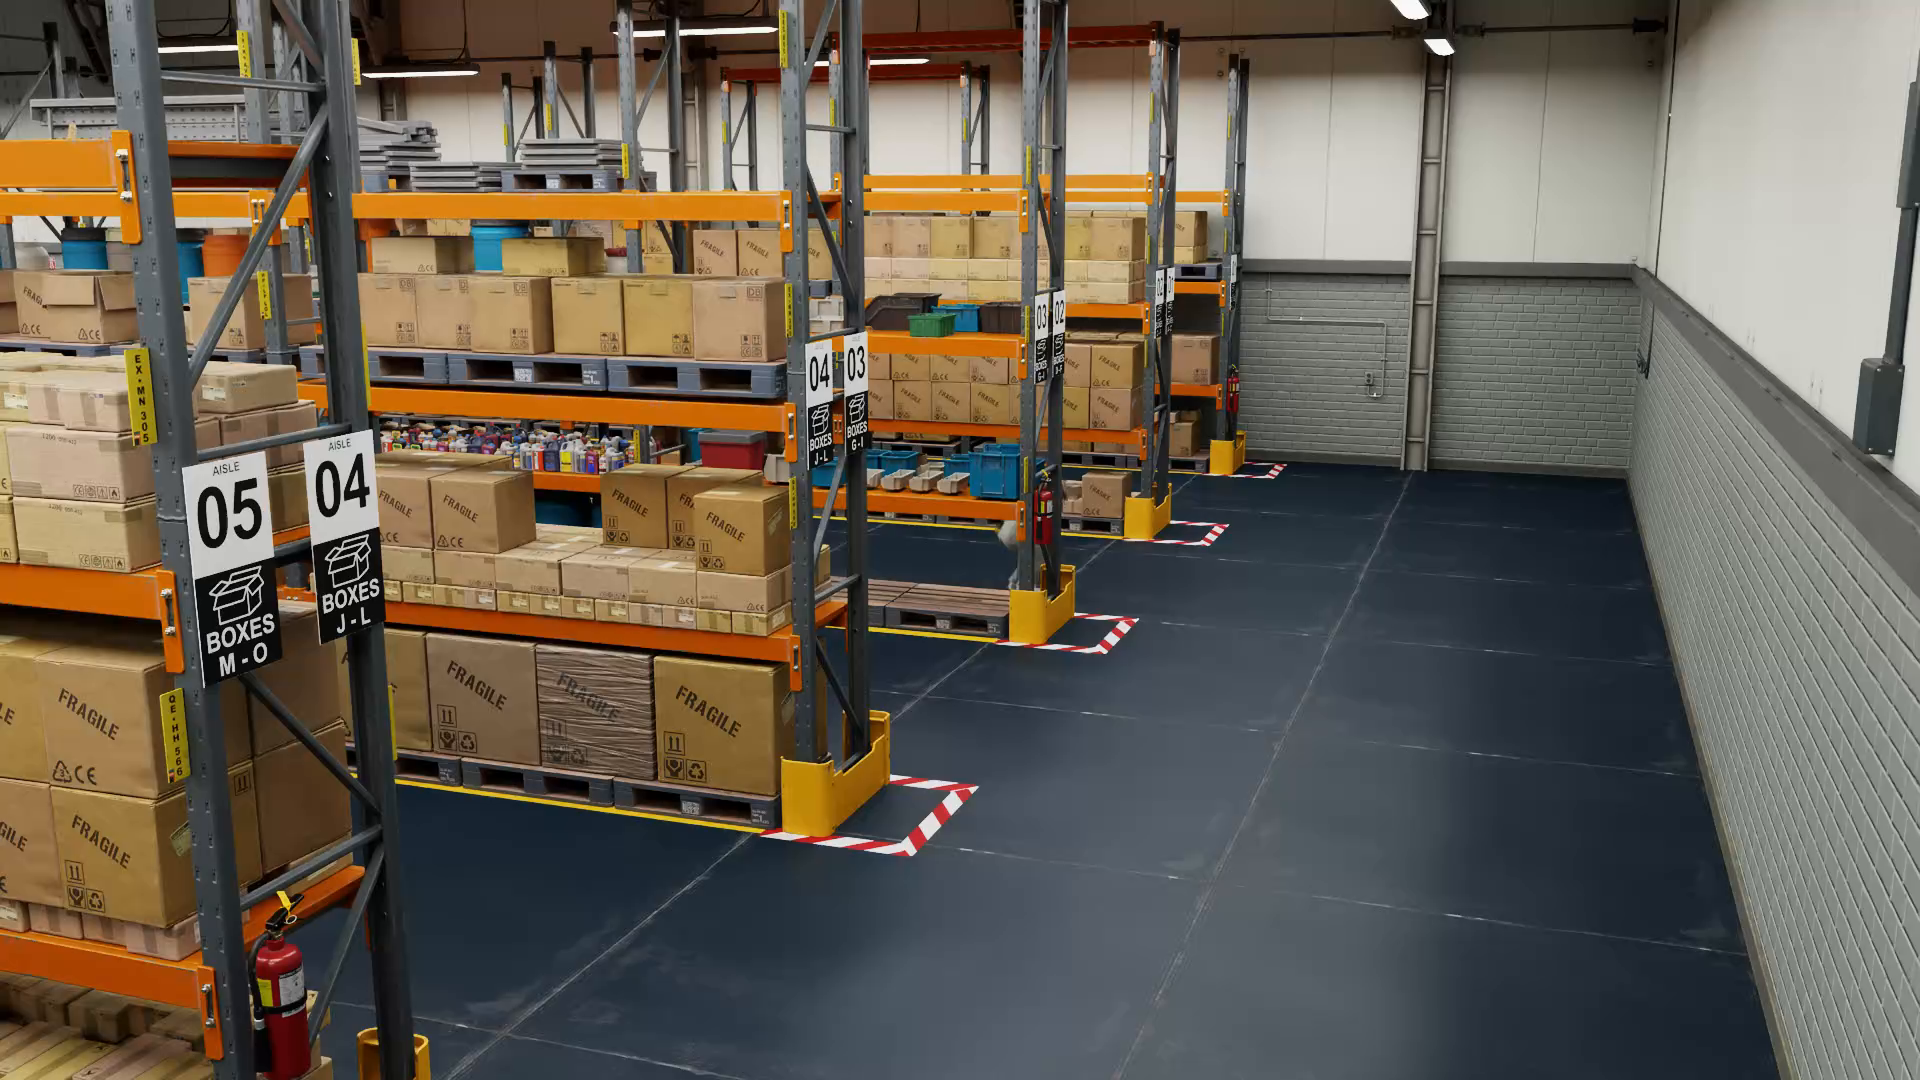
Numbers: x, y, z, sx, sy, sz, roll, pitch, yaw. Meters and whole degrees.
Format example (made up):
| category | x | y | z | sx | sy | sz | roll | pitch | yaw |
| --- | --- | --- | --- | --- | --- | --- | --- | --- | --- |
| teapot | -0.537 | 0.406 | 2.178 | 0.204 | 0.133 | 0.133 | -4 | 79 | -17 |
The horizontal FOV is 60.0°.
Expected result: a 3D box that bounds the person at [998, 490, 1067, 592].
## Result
| category | x | y | z | sx | sy | sz | roll | pitch | yaw |
| --- | --- | --- | --- | --- | --- | --- | --- | --- | --- |
| person | 0.760 | -0.001 | 17.377 | 0.750 | 1.095 | 0.493 | -4 | 12 | -17 |
